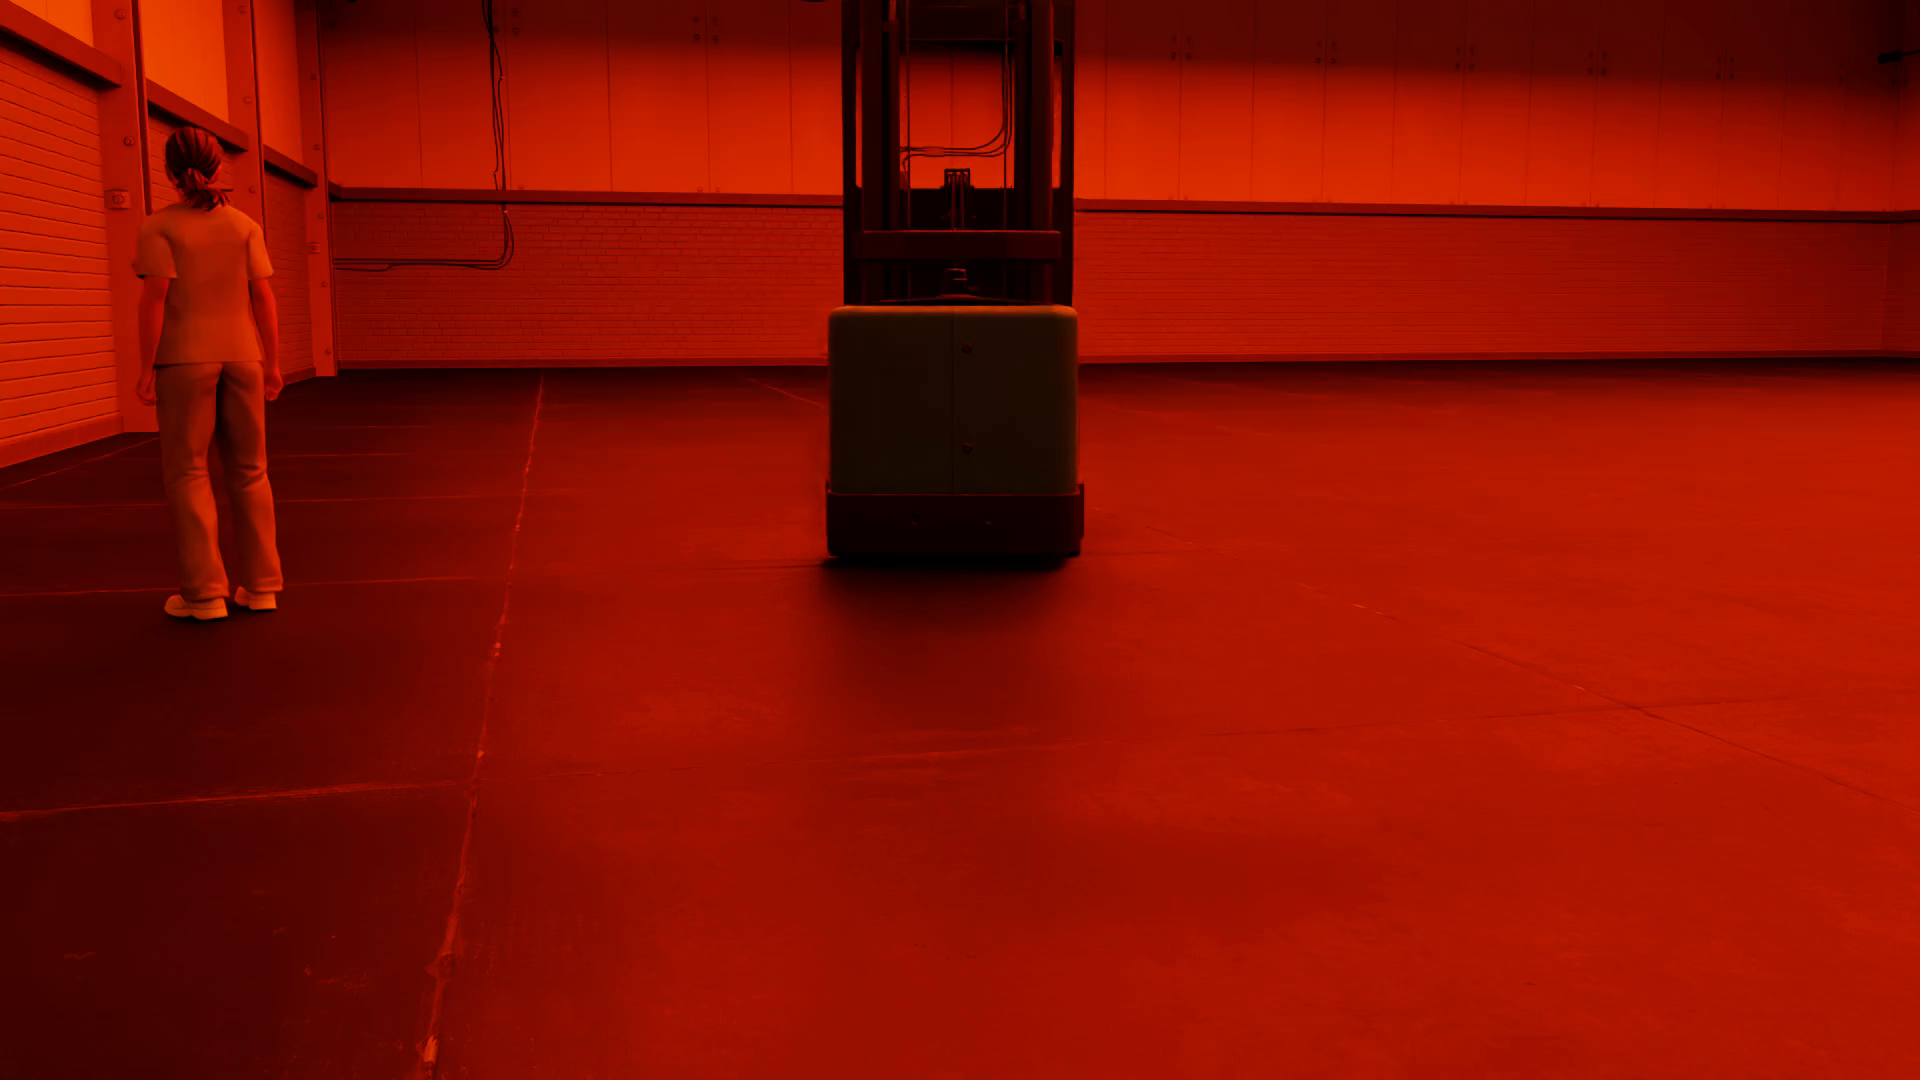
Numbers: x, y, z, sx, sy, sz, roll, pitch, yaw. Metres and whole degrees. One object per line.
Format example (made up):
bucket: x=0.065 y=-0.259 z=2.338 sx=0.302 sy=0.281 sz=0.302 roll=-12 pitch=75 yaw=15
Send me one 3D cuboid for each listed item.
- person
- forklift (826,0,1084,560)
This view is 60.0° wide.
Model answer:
person: x=-2.602 y=-0.571 z=5.760 sx=0.388 sy=1.673 sz=0.491 roll=8 pitch=11 yaw=44
forklift: x=-0.004 y=-1.537 z=8.115 sx=1.130 sy=2.935 sz=3.031 roll=0 pitch=8 yaw=1
